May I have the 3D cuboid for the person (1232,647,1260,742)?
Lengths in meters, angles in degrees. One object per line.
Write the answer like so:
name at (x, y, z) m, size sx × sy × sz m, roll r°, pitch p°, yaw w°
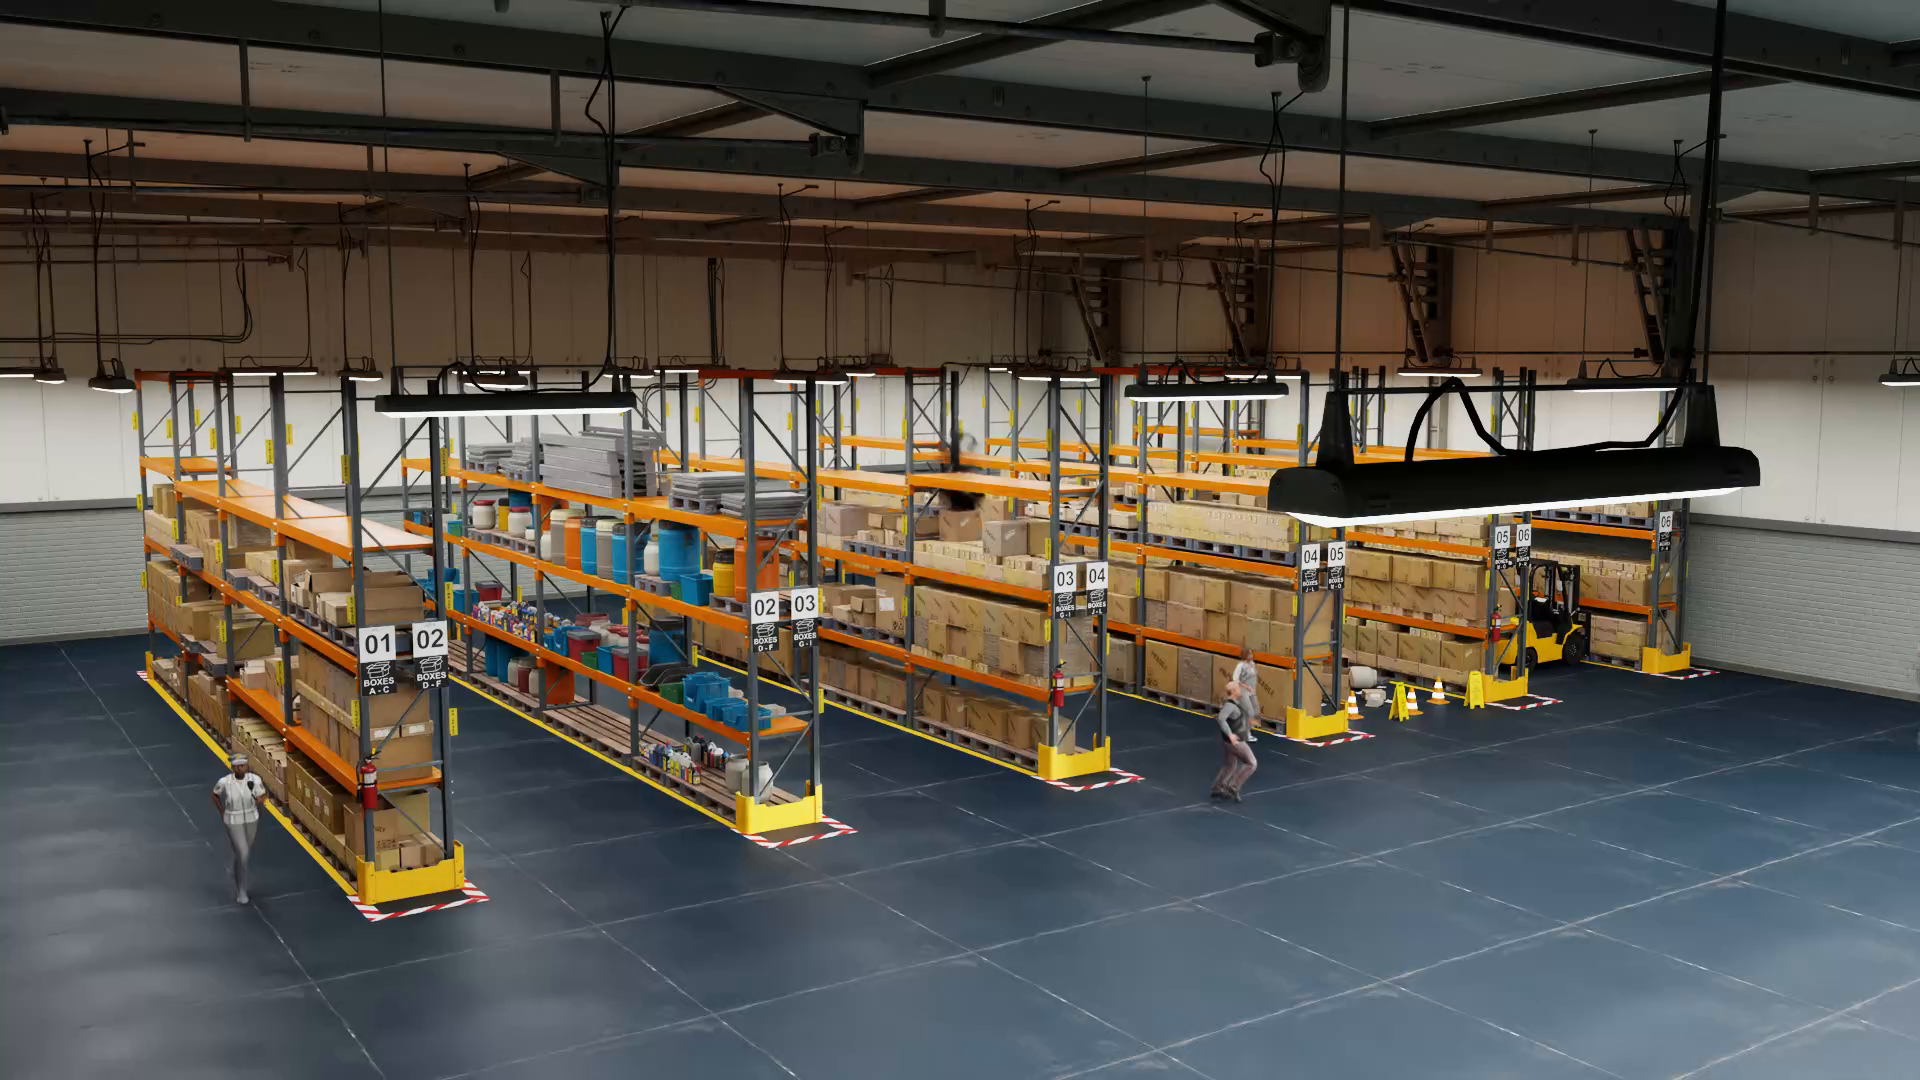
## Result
person at (4.626, 2.502, 27.105) m, size 0.559 × 1.546 × 0.532 m, roll 6°, pitch 9°, yaw 42°

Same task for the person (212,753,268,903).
person at (-8.360, 3.326, 19.392) m, size 0.546 × 1.766 × 0.756 m, roll -5°, pitch 8°, yaw -40°

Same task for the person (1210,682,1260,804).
person at (3.877, 2.845, 23.388) m, size 0.693 × 1.721 × 0.634 m, roll 0°, pitch 6°, yaw 0°
